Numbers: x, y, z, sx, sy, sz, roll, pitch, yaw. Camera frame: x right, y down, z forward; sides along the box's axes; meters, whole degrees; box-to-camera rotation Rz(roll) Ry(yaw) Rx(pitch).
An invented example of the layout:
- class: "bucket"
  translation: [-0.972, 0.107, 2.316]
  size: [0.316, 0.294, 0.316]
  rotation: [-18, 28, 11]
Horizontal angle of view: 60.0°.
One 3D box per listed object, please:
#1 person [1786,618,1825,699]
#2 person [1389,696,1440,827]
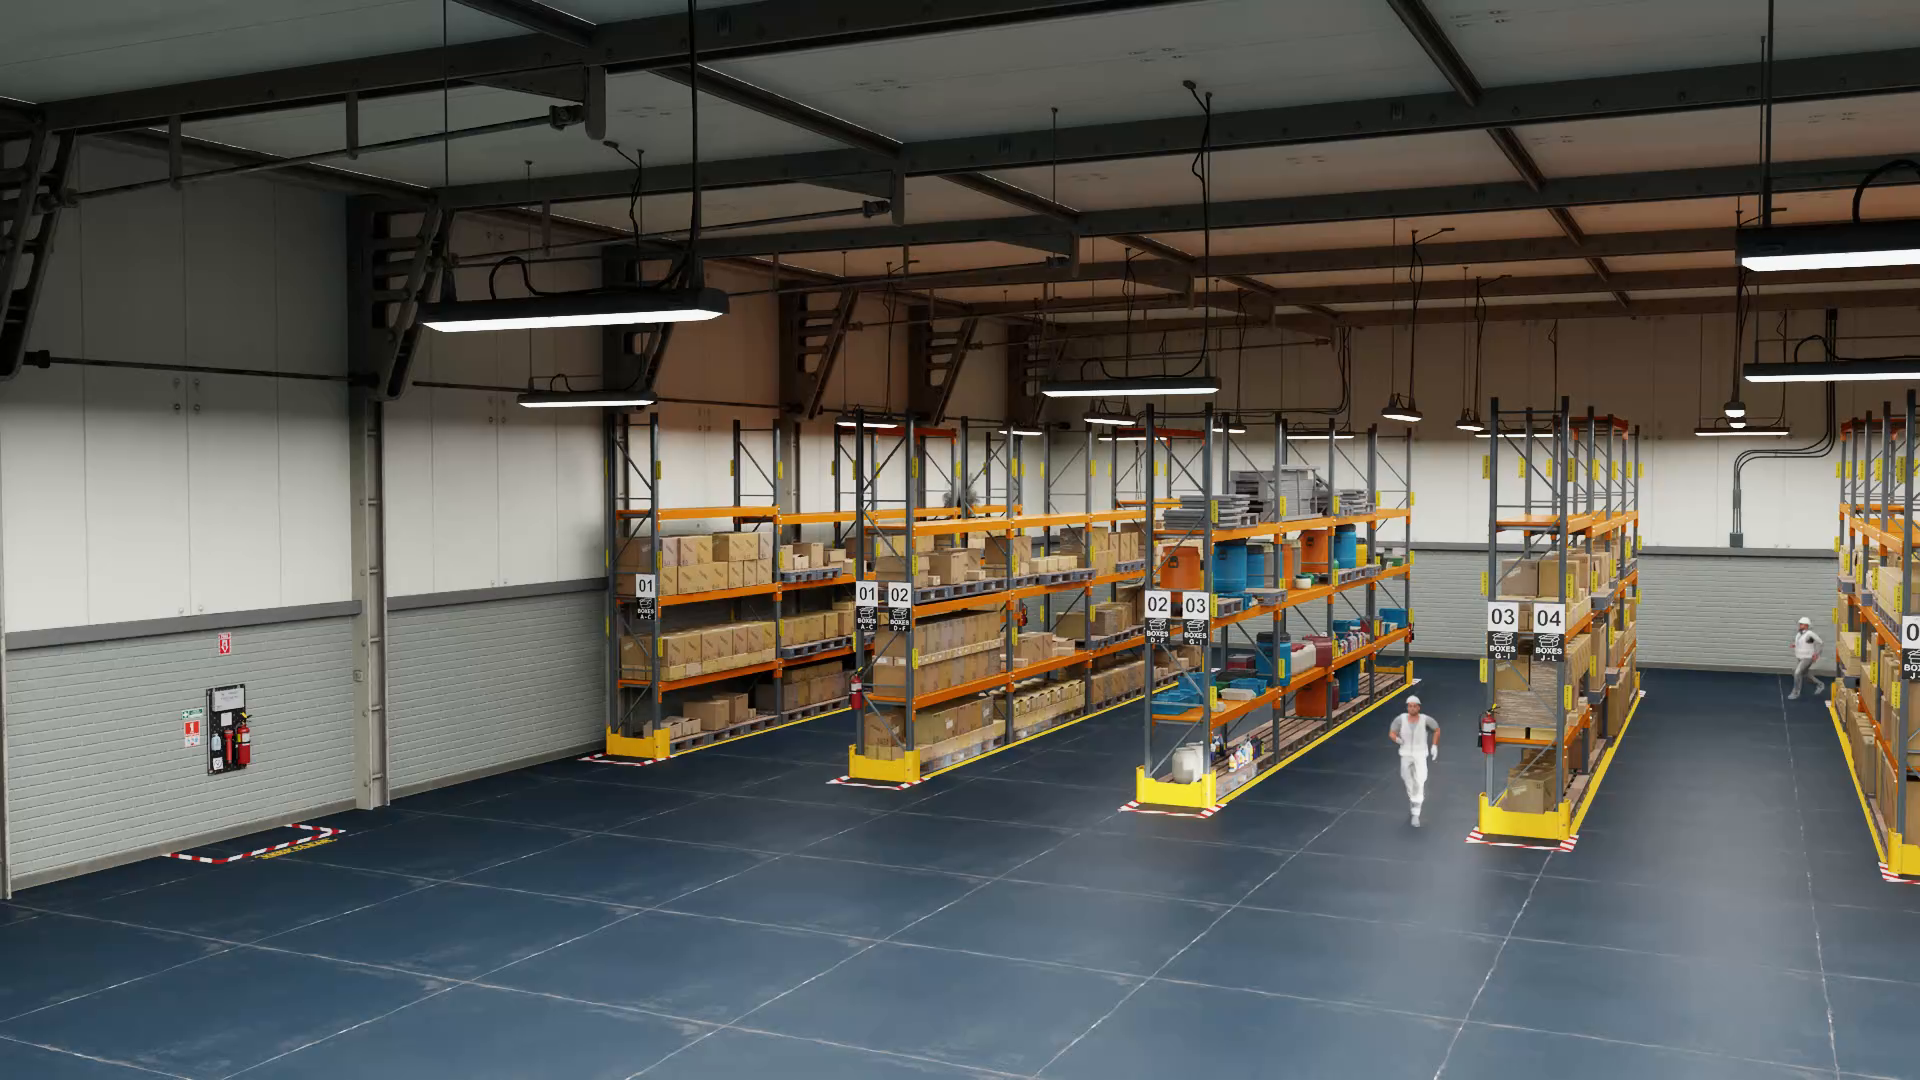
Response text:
- class: "person"
  translation: [18.538, 2.592, 36.441]
  size: [0.924, 1.788, 0.692]
  rotation: [0, 2, -2]
- class: "person"
  translation: [6.470, 3.109, 23.736]
  size: [0.688, 1.799, 0.963]
  rotation: [1, 3, 24]
